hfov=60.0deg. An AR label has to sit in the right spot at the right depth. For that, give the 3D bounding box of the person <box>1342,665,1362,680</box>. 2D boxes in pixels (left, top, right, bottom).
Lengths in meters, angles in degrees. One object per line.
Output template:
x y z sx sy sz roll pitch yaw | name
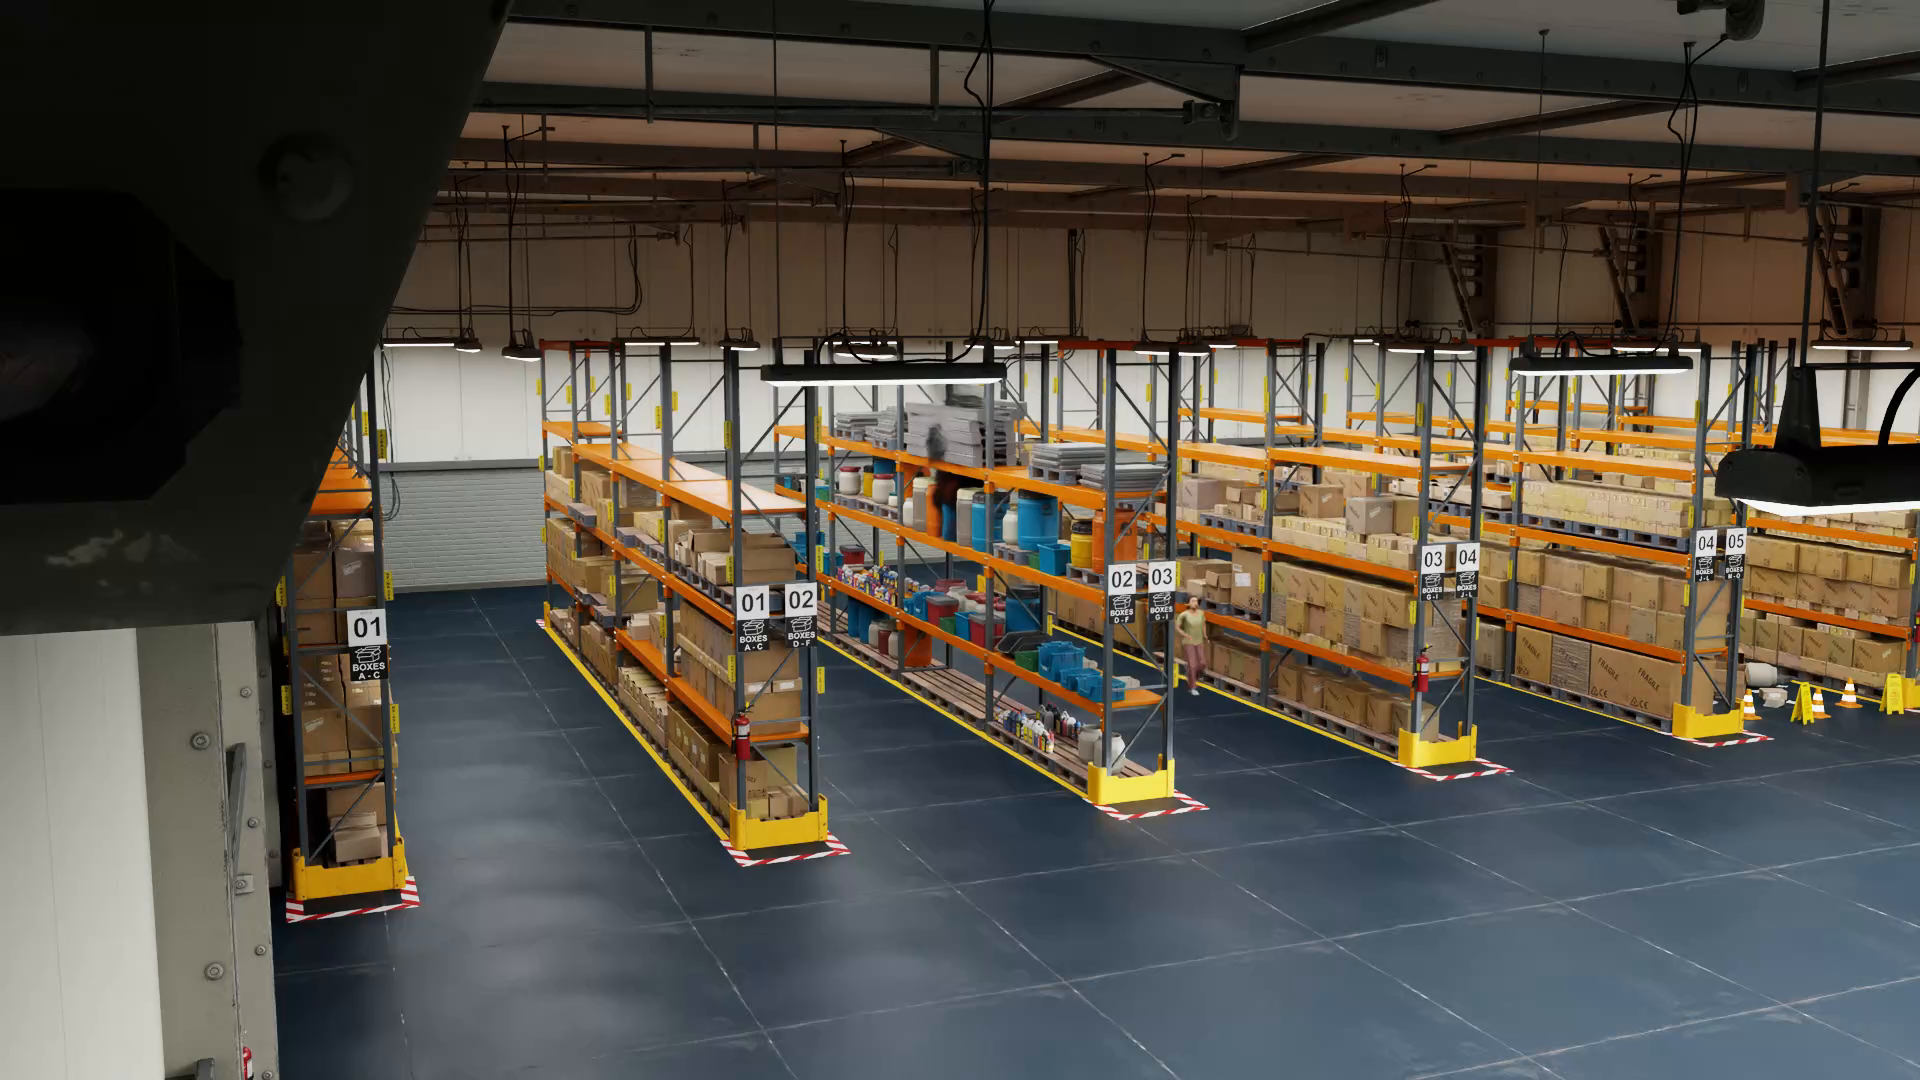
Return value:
7.142 1.662 29.681 0.602 1.664 0.567 -4 8 -26 | person

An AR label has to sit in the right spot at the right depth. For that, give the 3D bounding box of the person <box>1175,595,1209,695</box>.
3.812 1.707 27.198 0.582 1.641 0.527 -2 8 -17 | person
